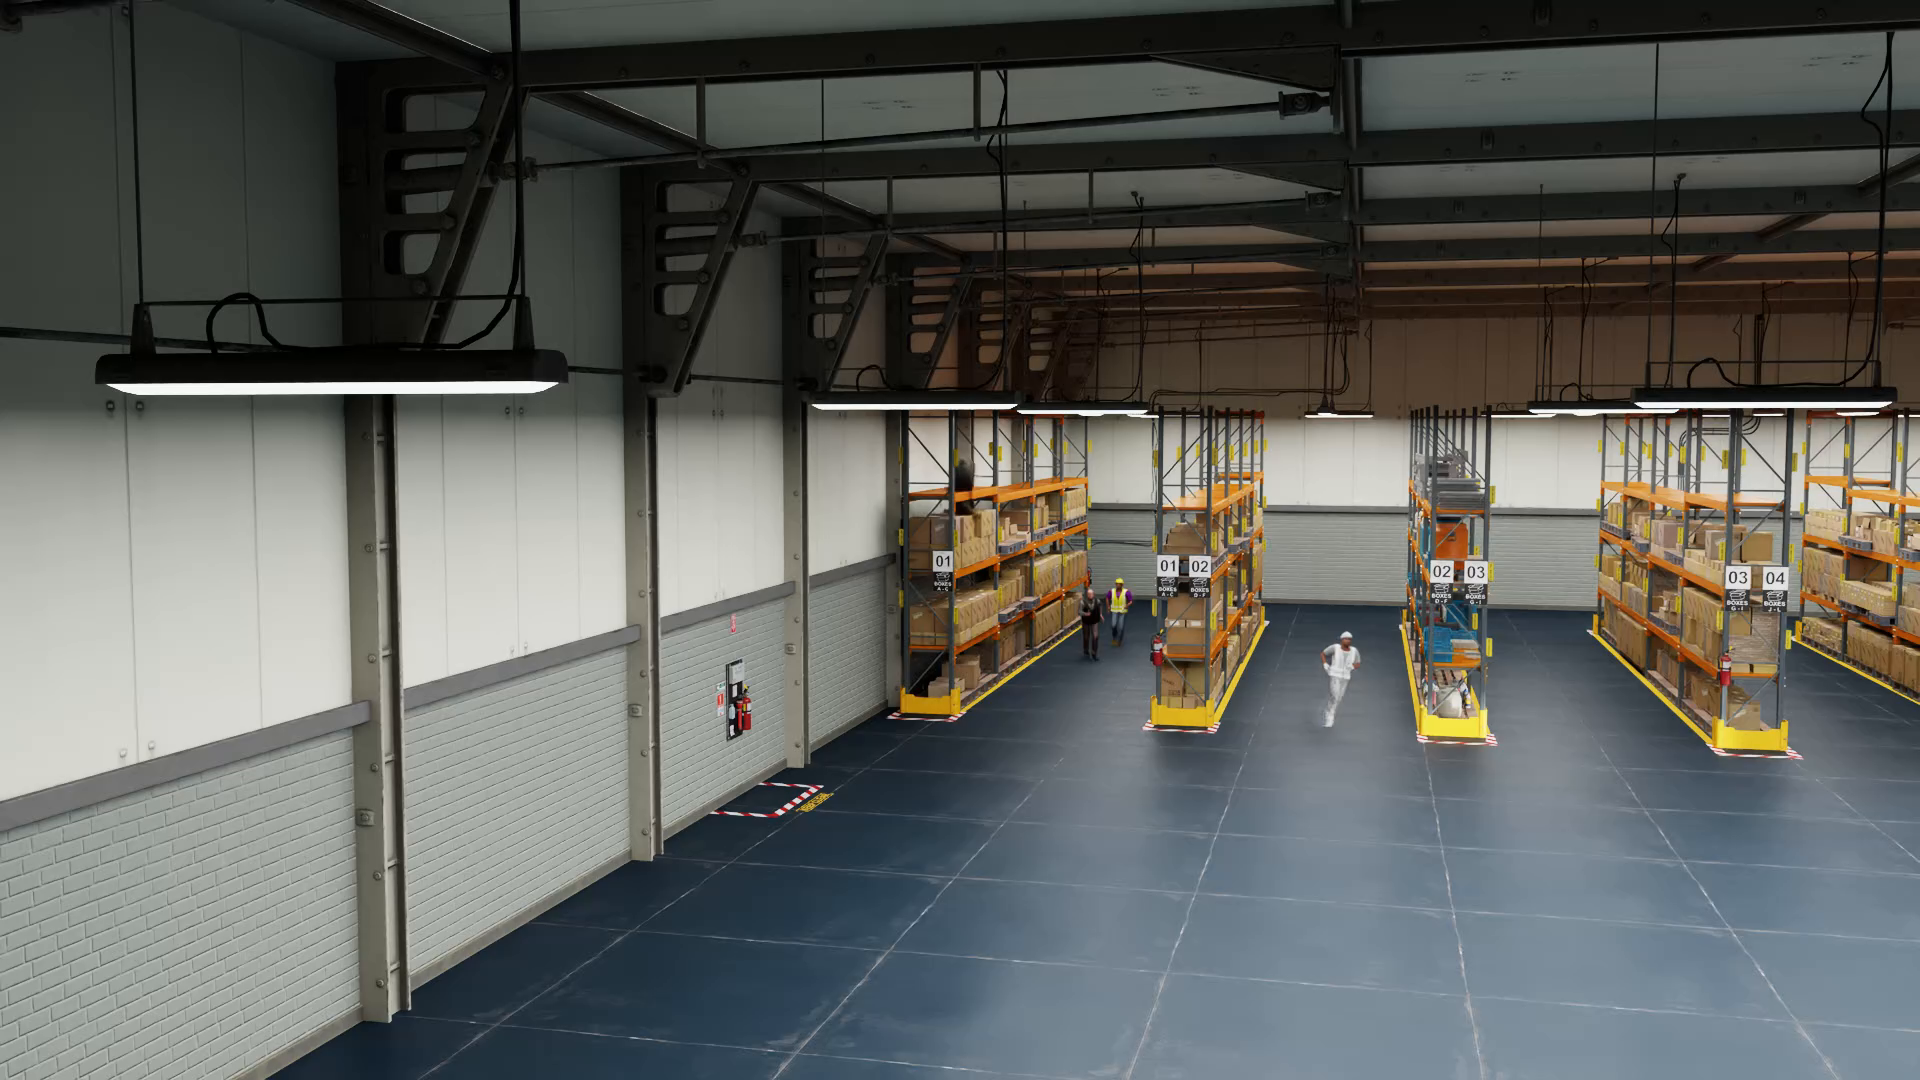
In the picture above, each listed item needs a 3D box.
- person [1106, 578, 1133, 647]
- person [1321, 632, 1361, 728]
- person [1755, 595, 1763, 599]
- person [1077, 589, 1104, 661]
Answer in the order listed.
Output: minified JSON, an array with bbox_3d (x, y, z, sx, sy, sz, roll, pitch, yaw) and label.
[{"bbox_3d":[4.021,1.837,42.017,0.698,1.744,0.647,1,4,8],"label":"person"},{"bbox_3d":[7.137,2.617,31.262,0.710,1.816,0.694,-1,4,-15],"label":"person"},{"bbox_3d":[21.388,1.745,44.649,0.437,1.589,0.789,2,5,25],"label":"person"},{"bbox_3d":[3.132,2.016,39.936,0.659,1.697,0.974,0,4,0],"label":"person"}]
